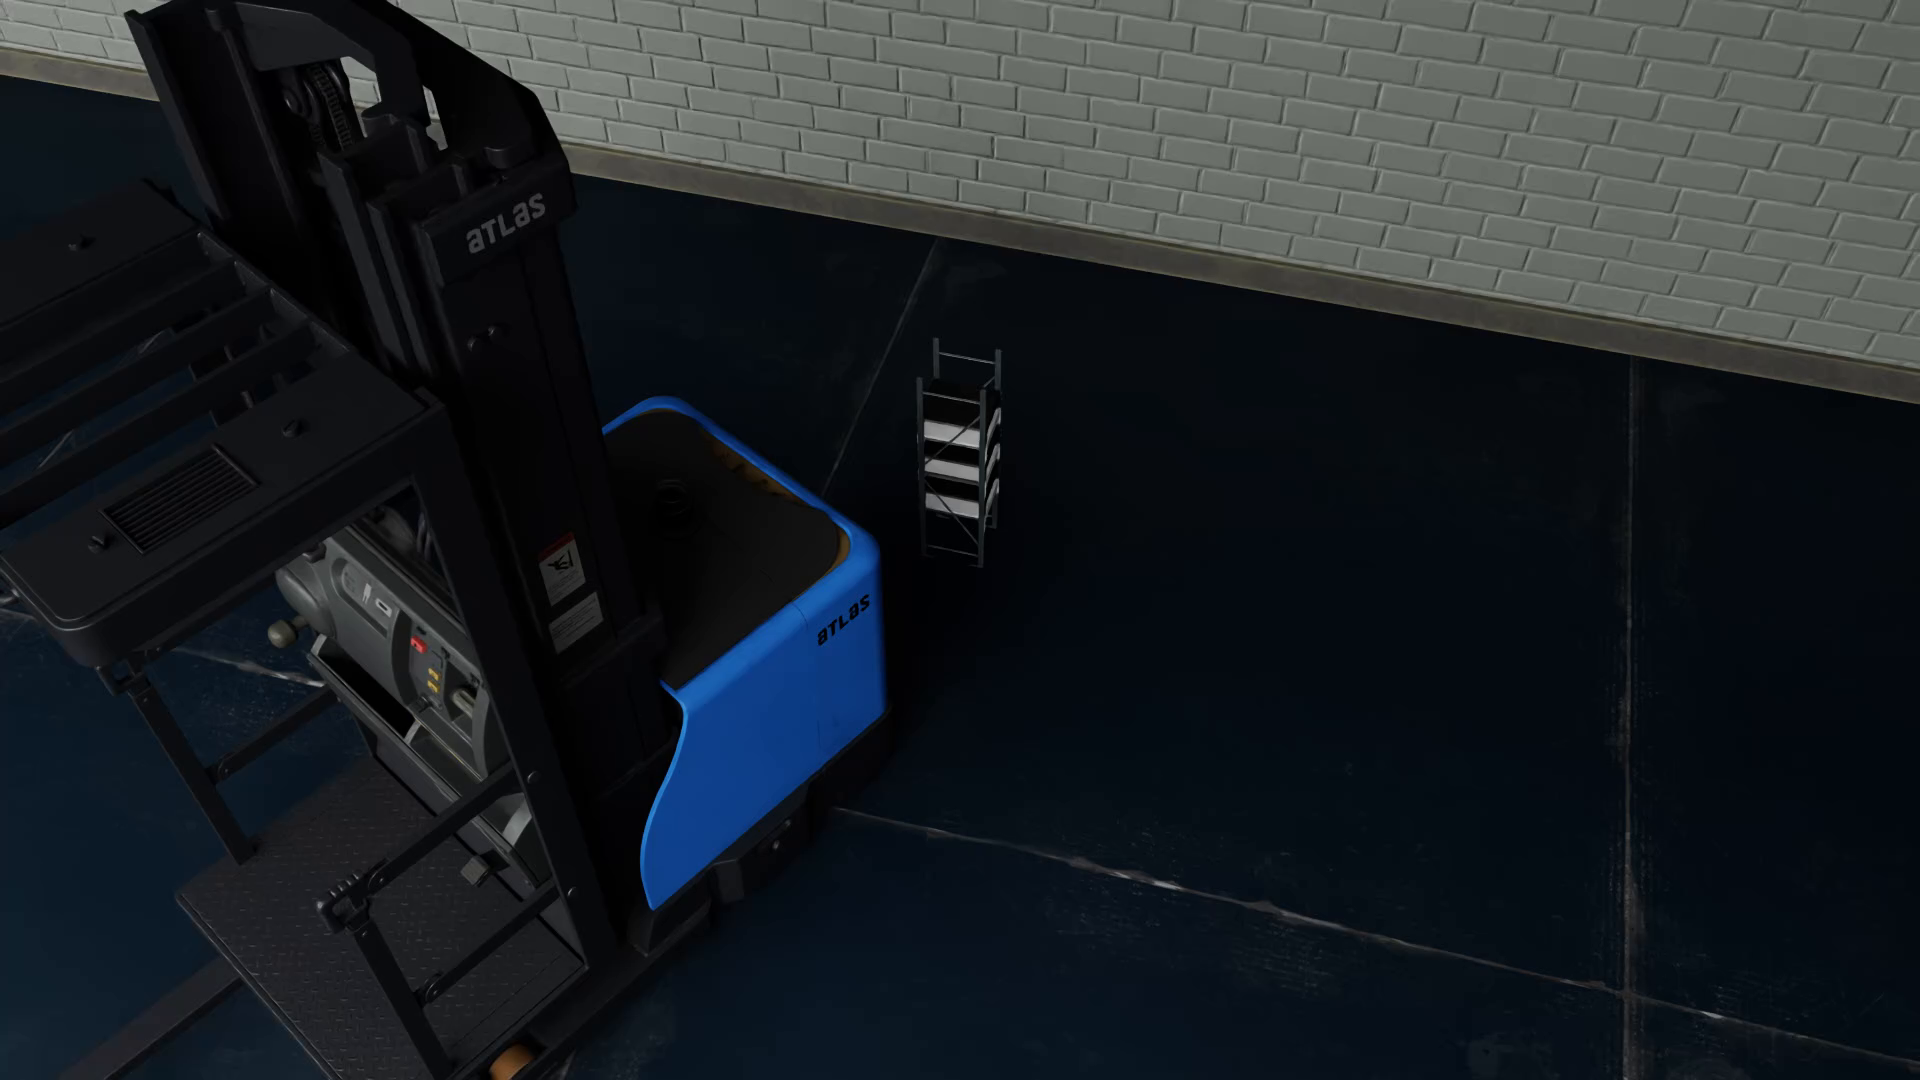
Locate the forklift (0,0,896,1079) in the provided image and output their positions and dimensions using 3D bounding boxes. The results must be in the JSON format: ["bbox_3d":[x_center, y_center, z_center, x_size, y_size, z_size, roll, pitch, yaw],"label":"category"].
[{"bbox_3d":[-1.583,0.315,4.017,1.130,2.935,3.031,35,57,27],"label":"forklift"}]

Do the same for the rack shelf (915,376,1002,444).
[{"bbox_3d":[-0.002,-0.449,5.730,0.258,0.077,0.200,12,50,10],"label":"rack shelf"}]

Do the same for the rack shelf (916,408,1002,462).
[{"bbox_3d":[-0.002,-0.389,5.797,0.258,0.077,0.200,12,50,10],"label":"rack shelf"}]

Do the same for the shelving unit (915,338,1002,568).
[{"bbox_3d":[-0.002,-0.292,5.907,0.258,0.900,0.210,12,50,10],"label":"shelving unit"}]

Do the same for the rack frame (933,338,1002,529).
[{"bbox_3d":[0.025,-0.365,5.972,0.240,0.900,0.006,12,50,10],"label":"rack frame"}]

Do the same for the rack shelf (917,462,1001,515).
[{"bbox_3d":[-0.002,-0.210,6.000,0.258,0.077,0.200,12,50,10],"label":"rack shelf"}]

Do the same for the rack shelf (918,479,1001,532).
[{"bbox_3d":[-0.002,-0.151,6.067,0.258,0.077,0.200,12,50,10],"label":"rack shelf"}]

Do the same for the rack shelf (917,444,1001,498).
[{"bbox_3d":[-0.002,-0.270,5.932,0.258,0.077,0.200,12,50,10],"label":"rack shelf"}]

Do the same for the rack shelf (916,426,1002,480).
[{"bbox_3d":[-0.002,-0.329,5.865,0.258,0.077,0.200,12,50,10],"label":"rack shelf"}]

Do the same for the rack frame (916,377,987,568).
[{"bbox_3d":[-0.029,-0.218,5.843,0.240,0.900,0.006,12,50,10],"label":"rack frame"}]
